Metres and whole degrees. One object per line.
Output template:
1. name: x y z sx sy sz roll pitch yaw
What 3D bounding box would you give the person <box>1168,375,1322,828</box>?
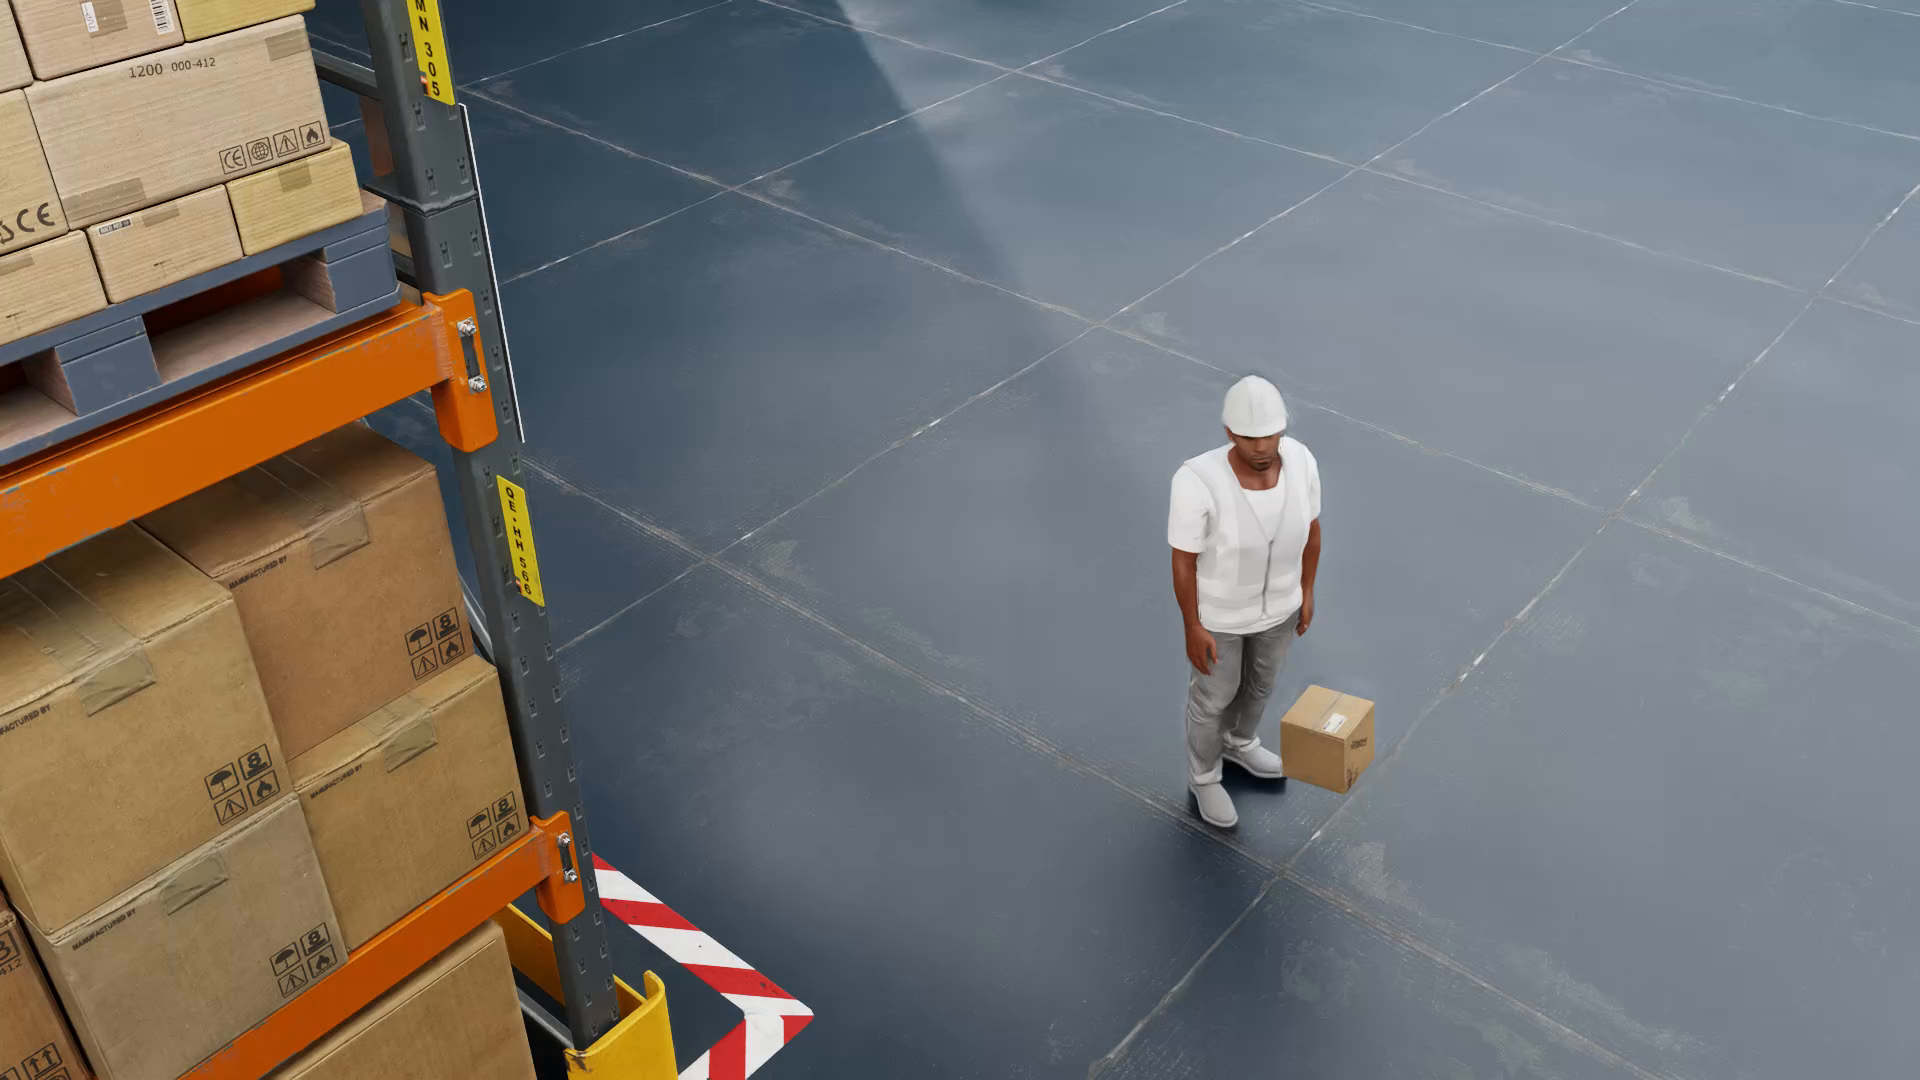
1. person: 0.982 0.226 5.789 0.580 1.776 0.431 -13 37 -18
